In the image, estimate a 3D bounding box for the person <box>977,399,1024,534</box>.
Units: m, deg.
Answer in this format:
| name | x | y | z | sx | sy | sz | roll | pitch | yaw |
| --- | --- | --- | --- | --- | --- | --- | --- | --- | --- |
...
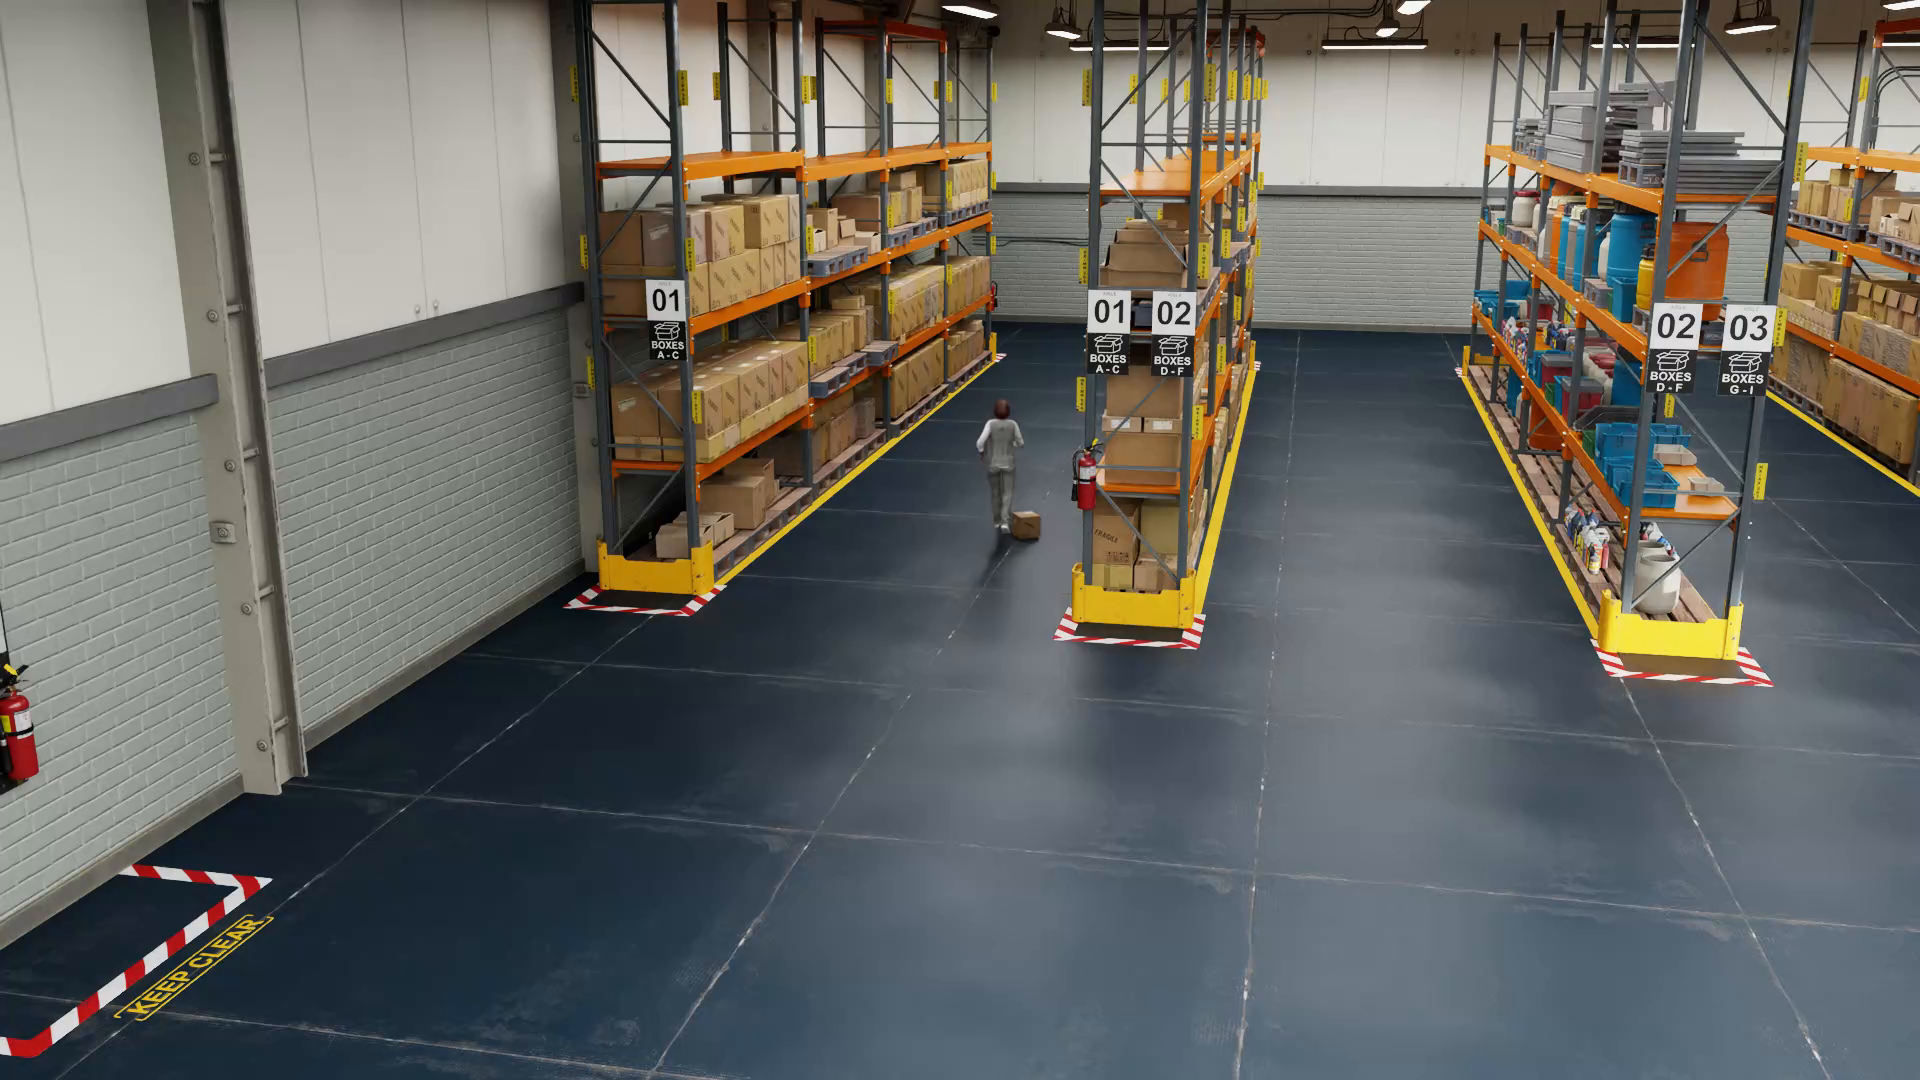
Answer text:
| name | x | y | z | sx | sy | sz | roll | pitch | yaw |
| --- | --- | --- | --- | --- | --- | --- | --- | --- | --- |
| person | 0.470 | -0.862 | 19.170 | 0.540 | 1.571 | 0.786 | 1 | 15 | 2 |
